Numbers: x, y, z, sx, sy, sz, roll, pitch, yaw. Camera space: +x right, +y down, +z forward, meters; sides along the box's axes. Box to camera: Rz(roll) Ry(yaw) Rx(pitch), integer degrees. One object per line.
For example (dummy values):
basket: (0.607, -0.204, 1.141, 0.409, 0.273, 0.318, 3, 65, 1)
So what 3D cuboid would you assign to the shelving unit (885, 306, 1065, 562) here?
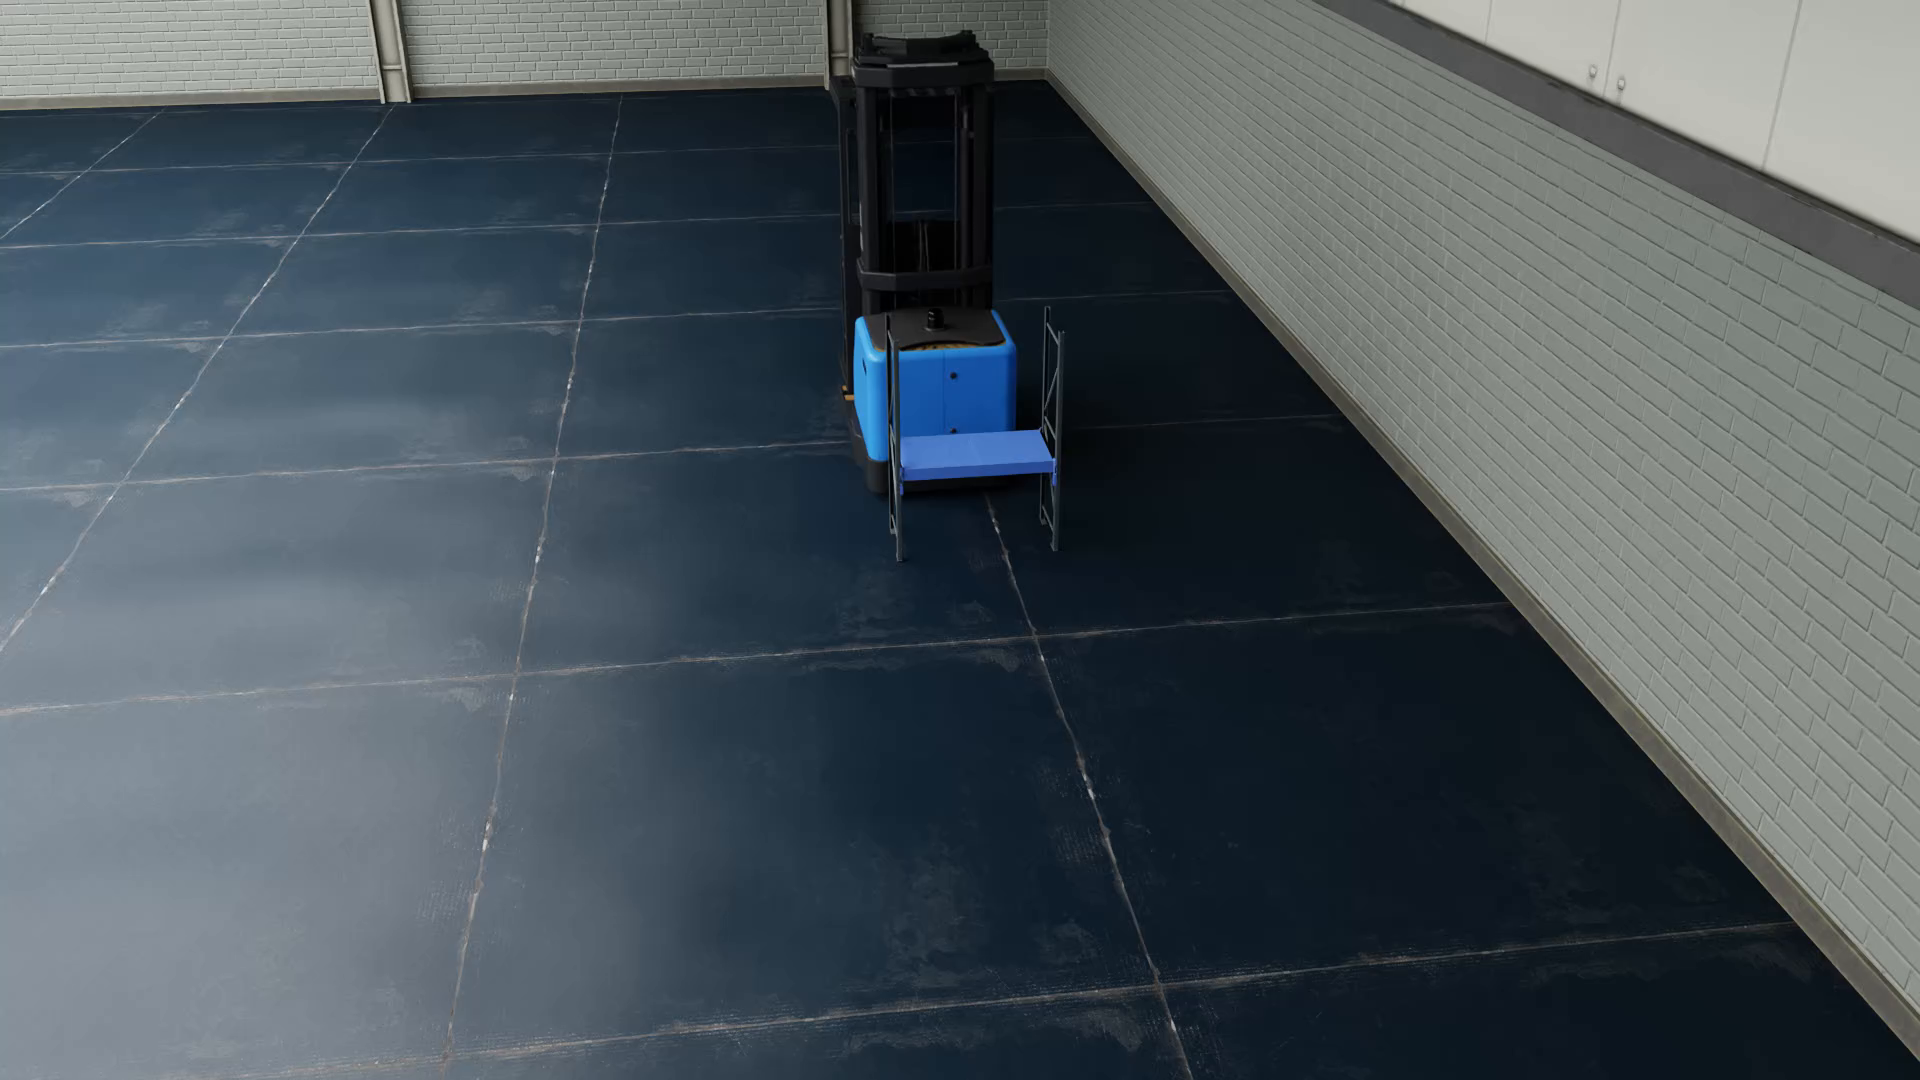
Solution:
shelving unit: (0.084, -0.673, 10.621, 1.048, 1.500, 0.538, -4, 27, -7)

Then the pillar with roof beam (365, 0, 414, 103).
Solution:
pillar with roof beam: (-7.035, -8.029, 16.744, 0.400, 9.000, 9.100, -4, 27, -7)

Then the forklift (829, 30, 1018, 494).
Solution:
forklift: (-0.344, -2.272, 12.169, 1.130, 2.935, 3.031, -4, 27, -8)

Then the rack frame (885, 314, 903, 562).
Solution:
rack frame: (-0.419, -0.640, 10.558, 0.032, 1.500, 0.500, -4, 27, -7)

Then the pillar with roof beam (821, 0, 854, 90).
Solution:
pillar with roof beam: (-1.094, -8.411, 17.488, 0.400, 9.000, 9.100, -4, 27, -7)

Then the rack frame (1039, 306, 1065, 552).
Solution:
rack frame: (0.588, -0.705, 10.684, 0.032, 1.500, 0.500, -4, 27, -7)

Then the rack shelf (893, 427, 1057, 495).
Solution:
rack shelf: (0.084, -0.513, 10.703, 1.000, 0.185, 0.538, -4, 27, -7)
